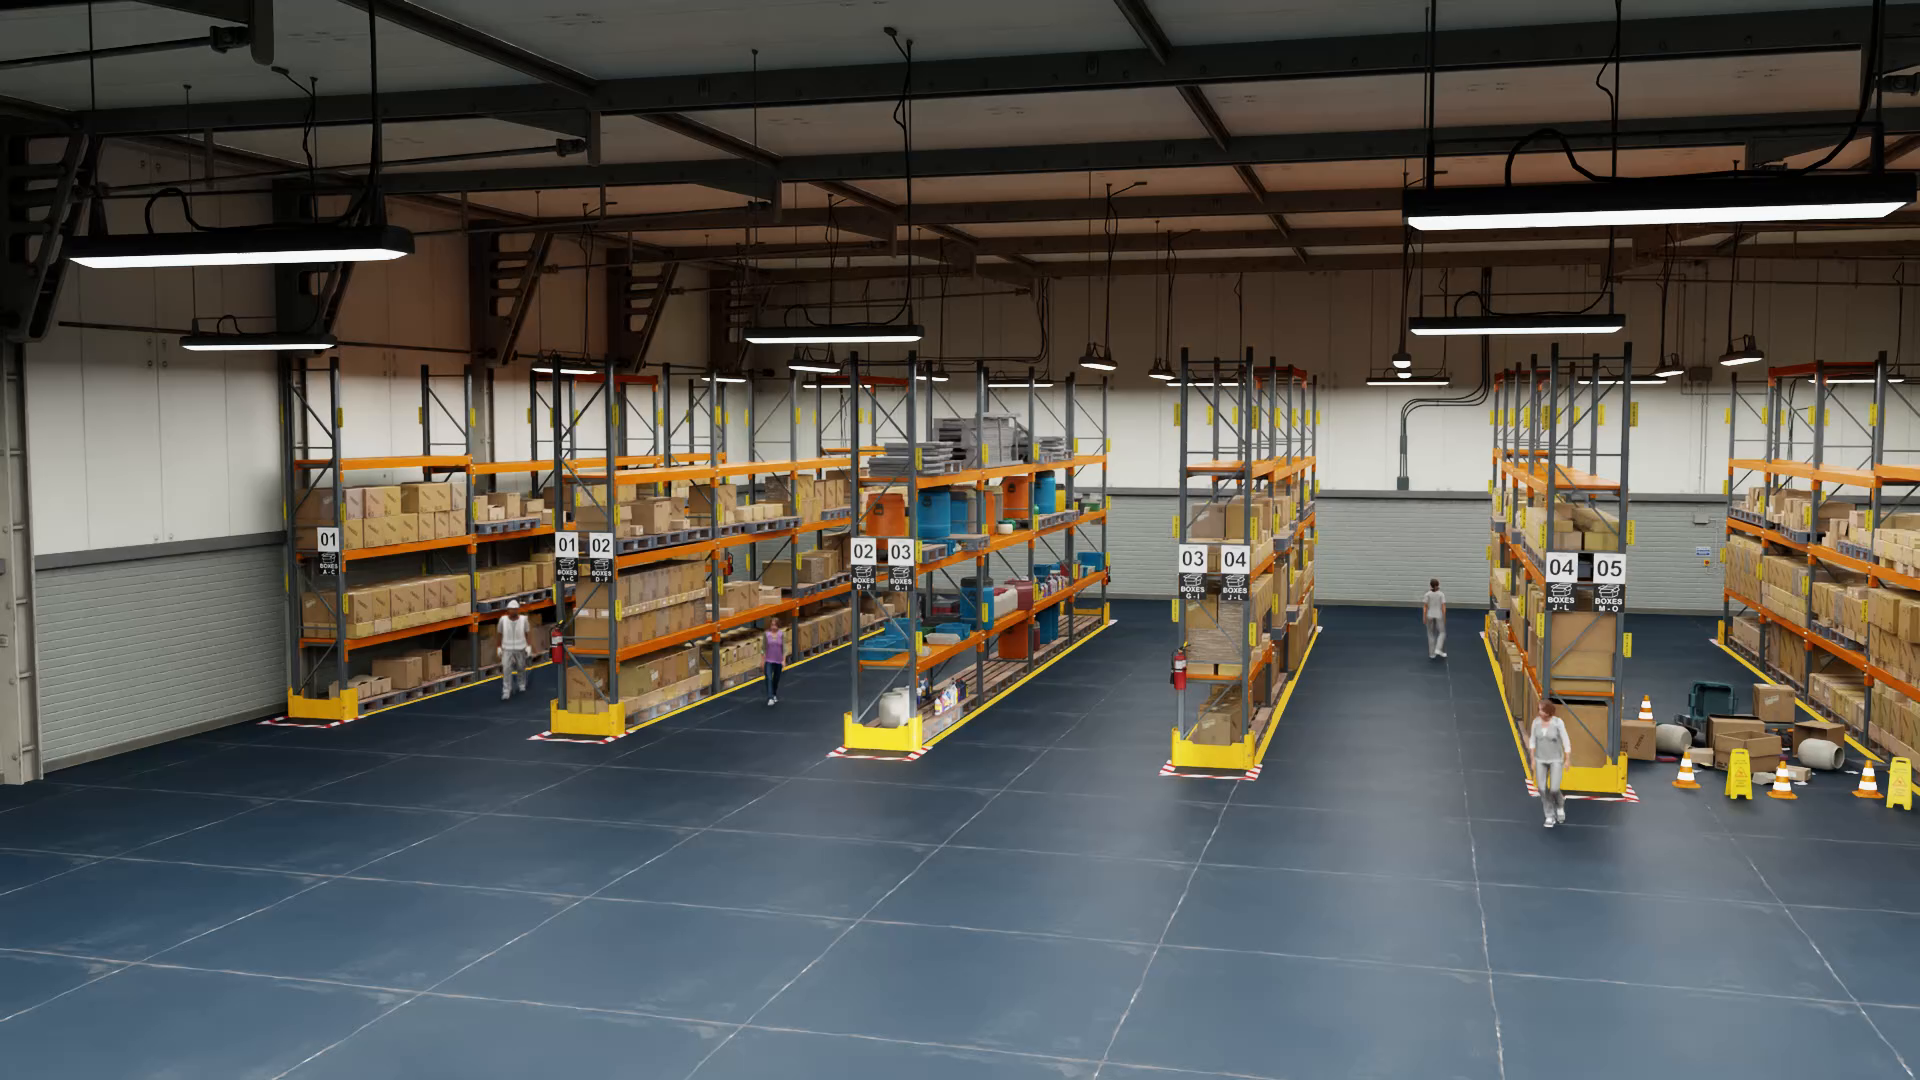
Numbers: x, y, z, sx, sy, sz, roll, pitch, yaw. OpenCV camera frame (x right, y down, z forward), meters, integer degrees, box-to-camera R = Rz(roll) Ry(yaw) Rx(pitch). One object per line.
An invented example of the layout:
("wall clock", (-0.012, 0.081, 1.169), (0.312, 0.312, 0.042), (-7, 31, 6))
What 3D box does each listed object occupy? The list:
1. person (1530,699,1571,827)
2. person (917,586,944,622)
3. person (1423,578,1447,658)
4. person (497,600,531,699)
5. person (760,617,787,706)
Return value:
("person", (7.243, 2.731, 20.403), (0.498, 1.566, 0.455), (3, 5, 37))
("person", (-0.559, 1.699, 33.888), (0.659, 1.635, 0.729), (2, 5, 28))
("person", (9.885, 1.636, 34.608), (0.492, 1.666, 0.516), (1, 4, 14))
("person", (-7.967, 1.928, 29.709), (0.619, 1.710, 1.107), (-1, 4, -9))
("person", (-3.212, 2.101, 28.744), (0.430, 1.533, 1.020), (-2, 4, -20))
